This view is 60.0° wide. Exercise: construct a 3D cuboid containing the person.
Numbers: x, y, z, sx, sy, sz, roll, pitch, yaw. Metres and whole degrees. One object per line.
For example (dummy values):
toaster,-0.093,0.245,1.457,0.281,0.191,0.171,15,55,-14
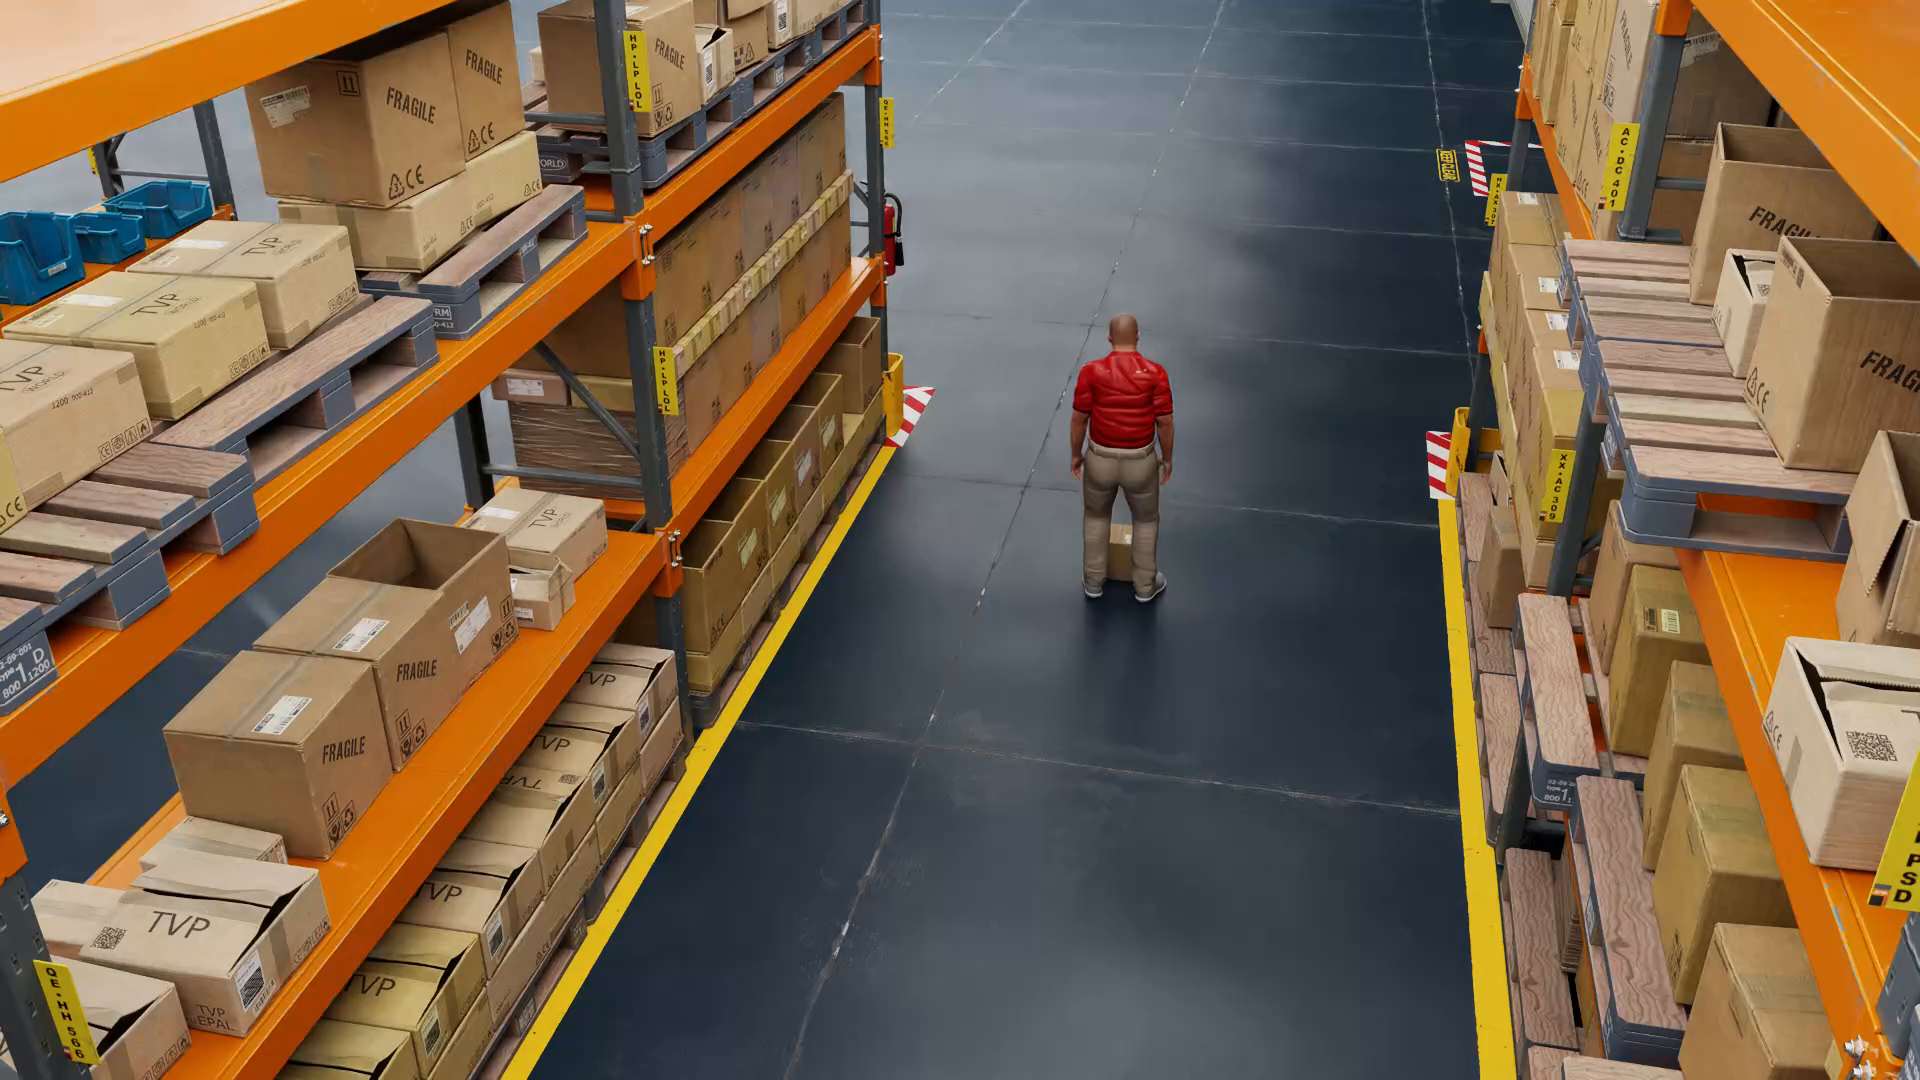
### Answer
person,0.928,-0.455,9.470,0.585,1.726,0.396,6,29,11
